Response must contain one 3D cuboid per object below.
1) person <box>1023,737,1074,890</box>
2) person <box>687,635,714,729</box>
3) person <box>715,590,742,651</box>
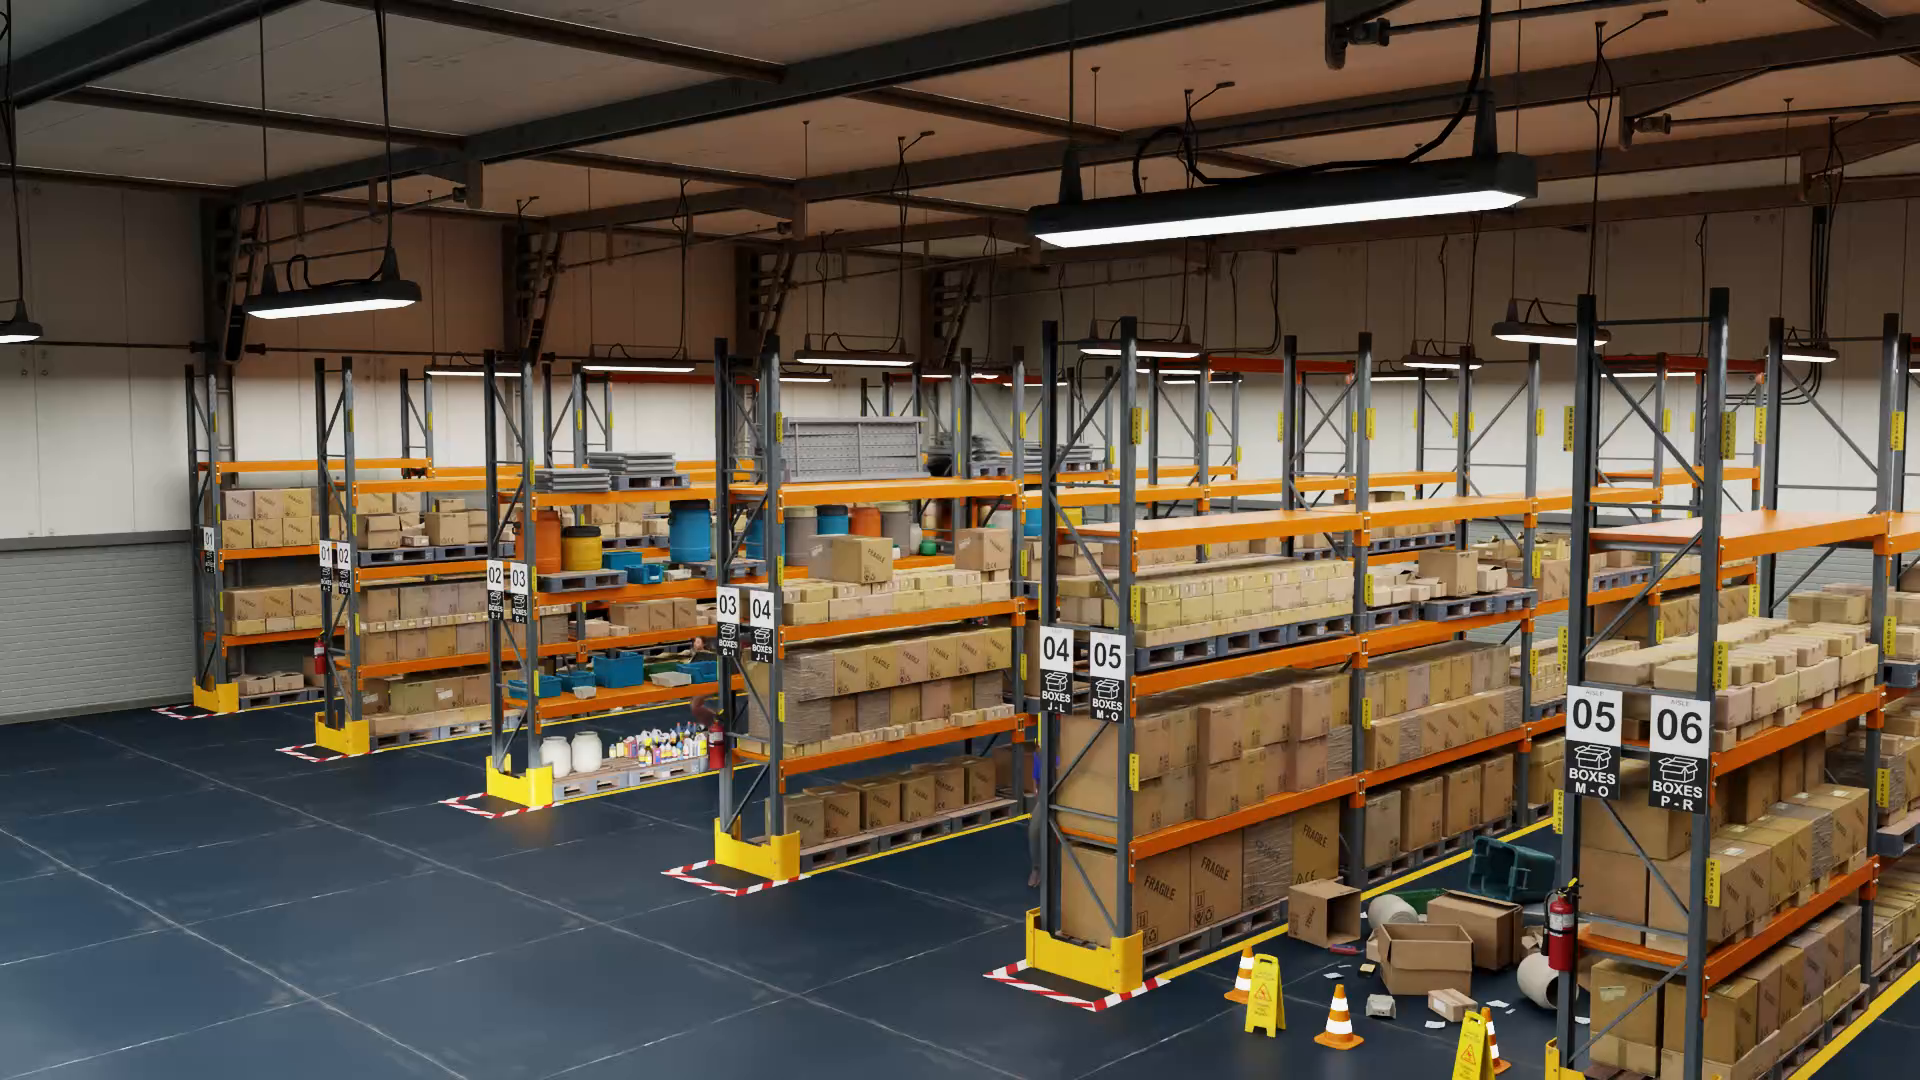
[{"bbox_3d":[1.005,2.956,18.382,0.579,1.663,1.001,3,5,30],"label":"person"},{"bbox_3d":[-4.191,2.321,26.413,0.562,1.637,0.537,4,6,40],"label":"person"},{"bbox_3d":[-4.513,1.787,33.064,0.918,1.729,0.695,-4,6,-41],"label":"person"}]
